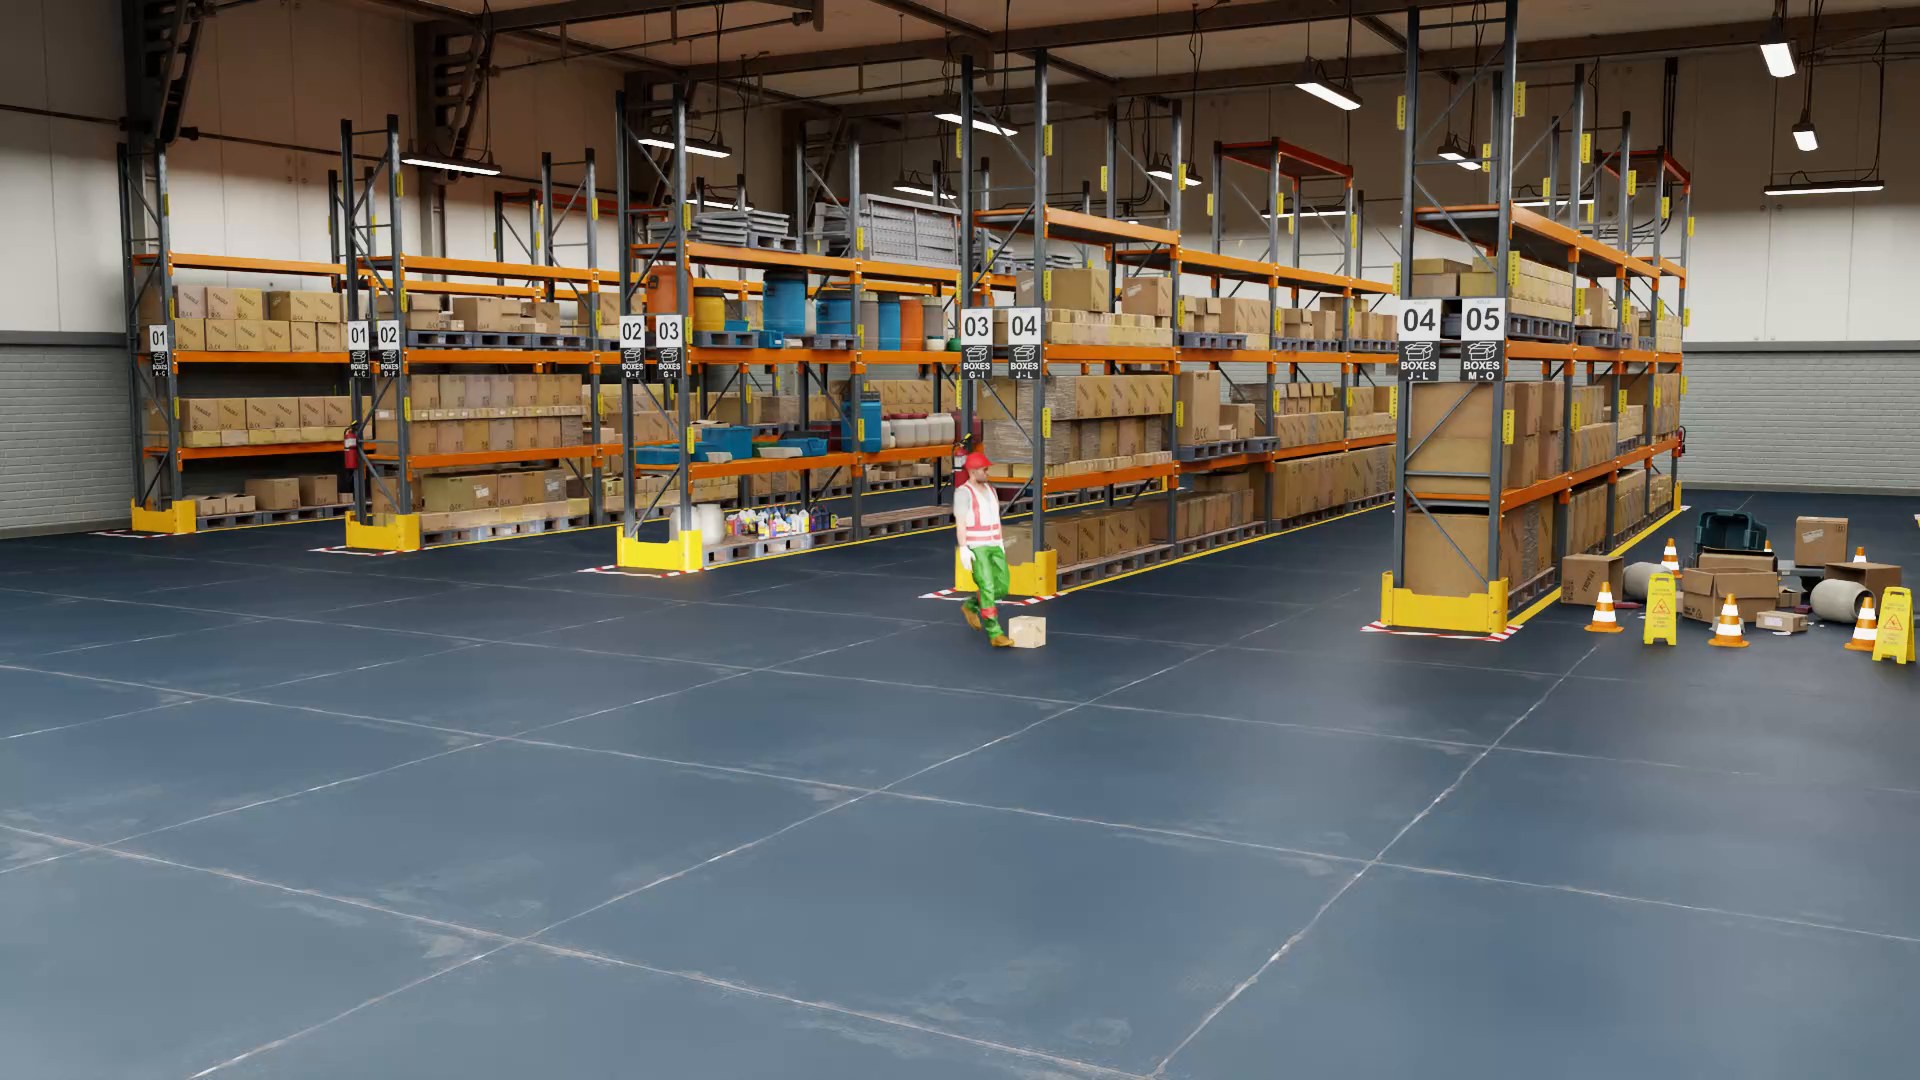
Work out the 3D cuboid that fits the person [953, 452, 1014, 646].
[{"bbox_3d":[0.236,0.074,15.388,0.849,1.765,0.579,5,8,42],"label":"person"}]
